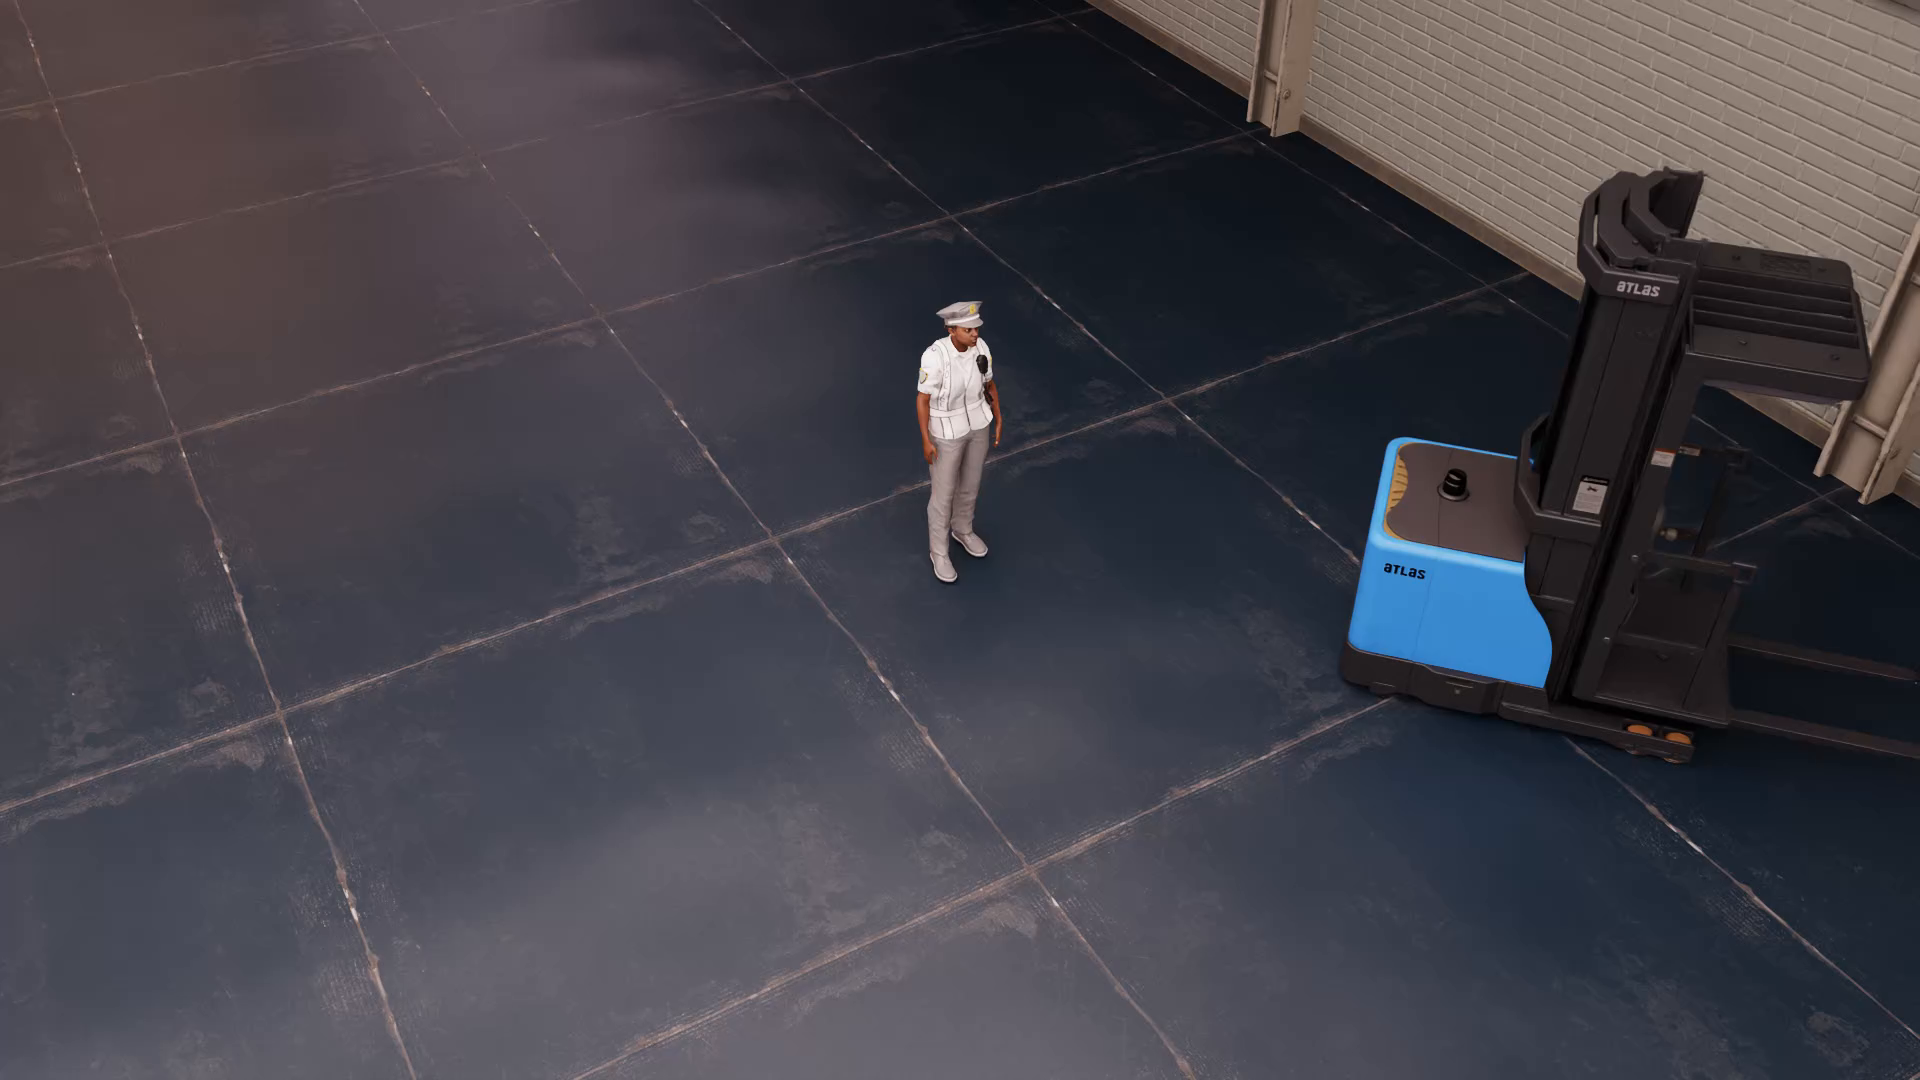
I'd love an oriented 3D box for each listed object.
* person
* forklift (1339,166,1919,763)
[{"bbox_3d":[0.020,-0.610,9.729,0.570,1.695,0.530,-20,44,-23],"label":"person"},{"bbox_3d":[3.706,-0.318,8.419,3.031,2.935,1.130,12,41,14],"label":"forklift"}]
